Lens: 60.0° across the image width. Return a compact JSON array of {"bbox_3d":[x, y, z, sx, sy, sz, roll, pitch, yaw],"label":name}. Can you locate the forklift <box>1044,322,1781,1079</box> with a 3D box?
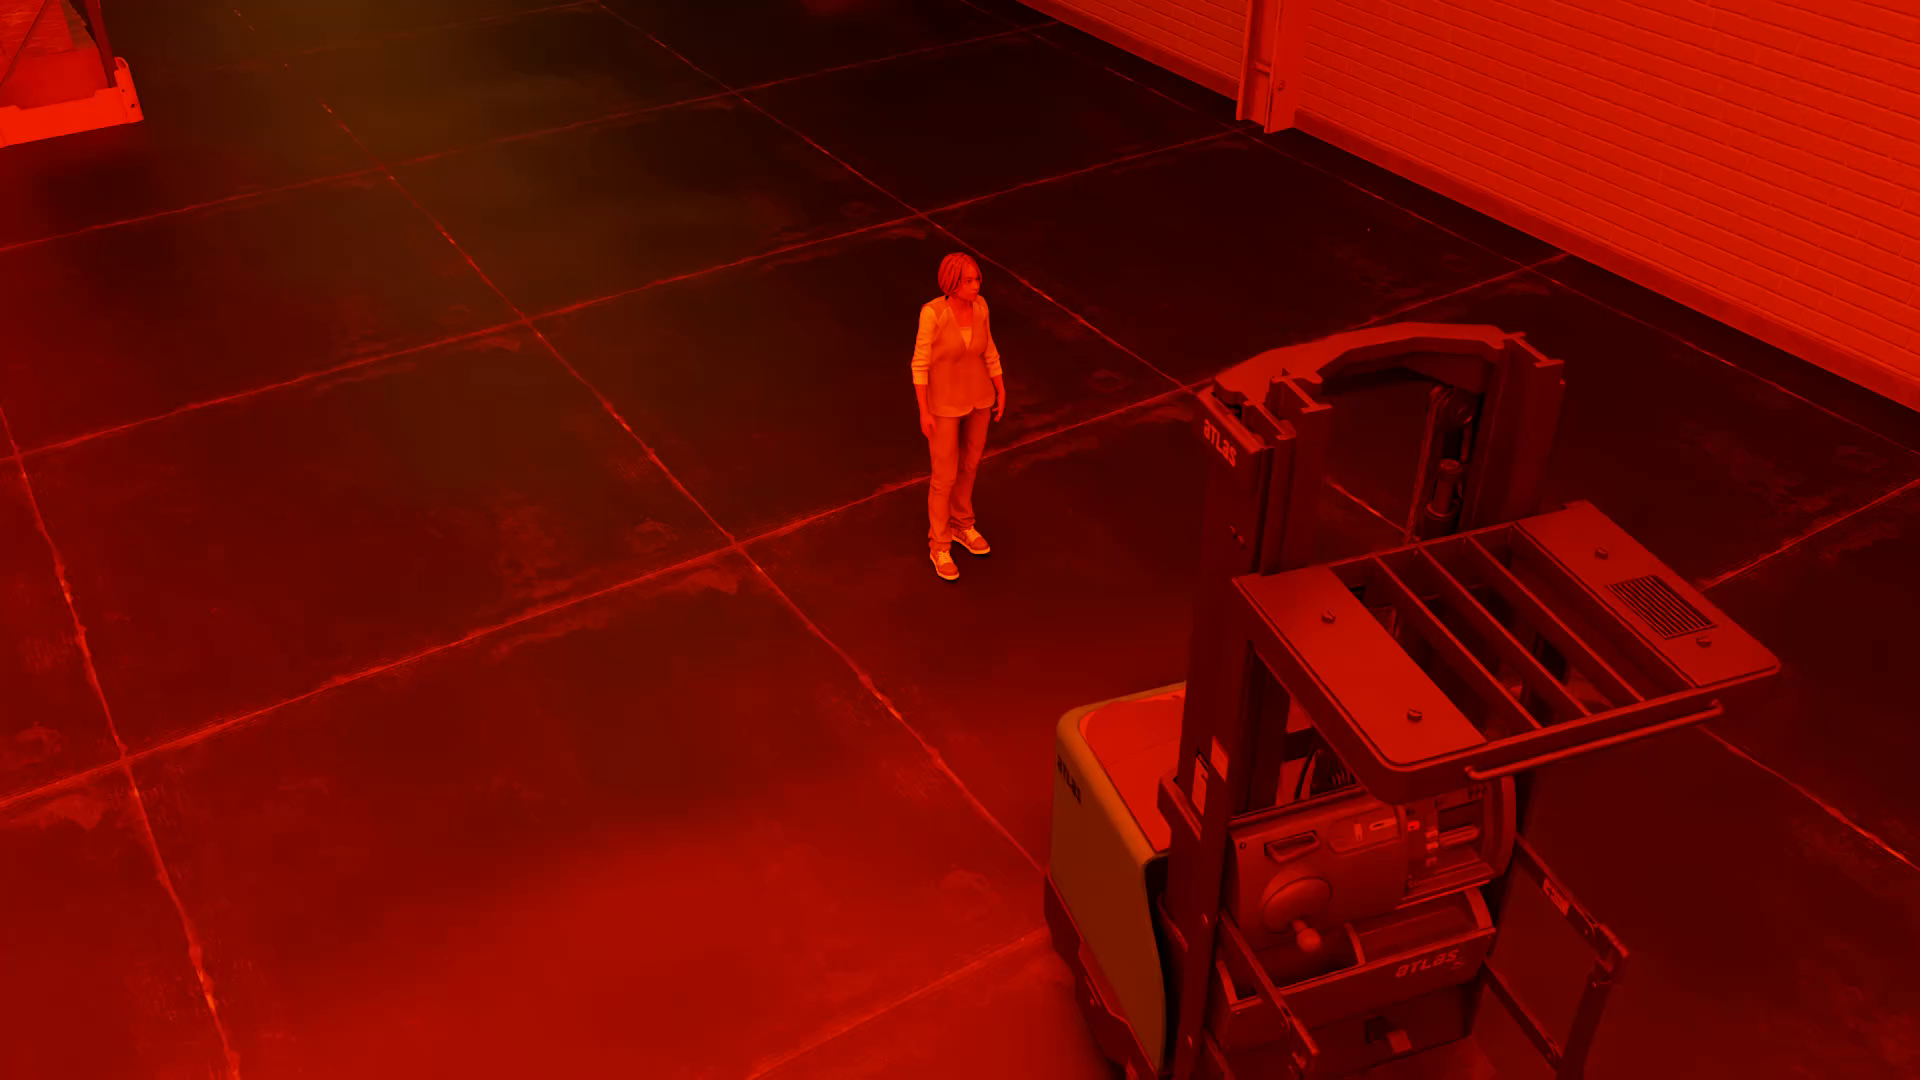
[{"bbox_3d":[1.301,0.998,4.728,1.130,2.935,3.031,-12,37,-16],"label":"forklift"}]

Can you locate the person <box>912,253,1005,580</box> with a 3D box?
[{"bbox_3d":[0.029,-0.619,8.176,0.520,1.599,0.473,-21,40,-27],"label":"person"}]
